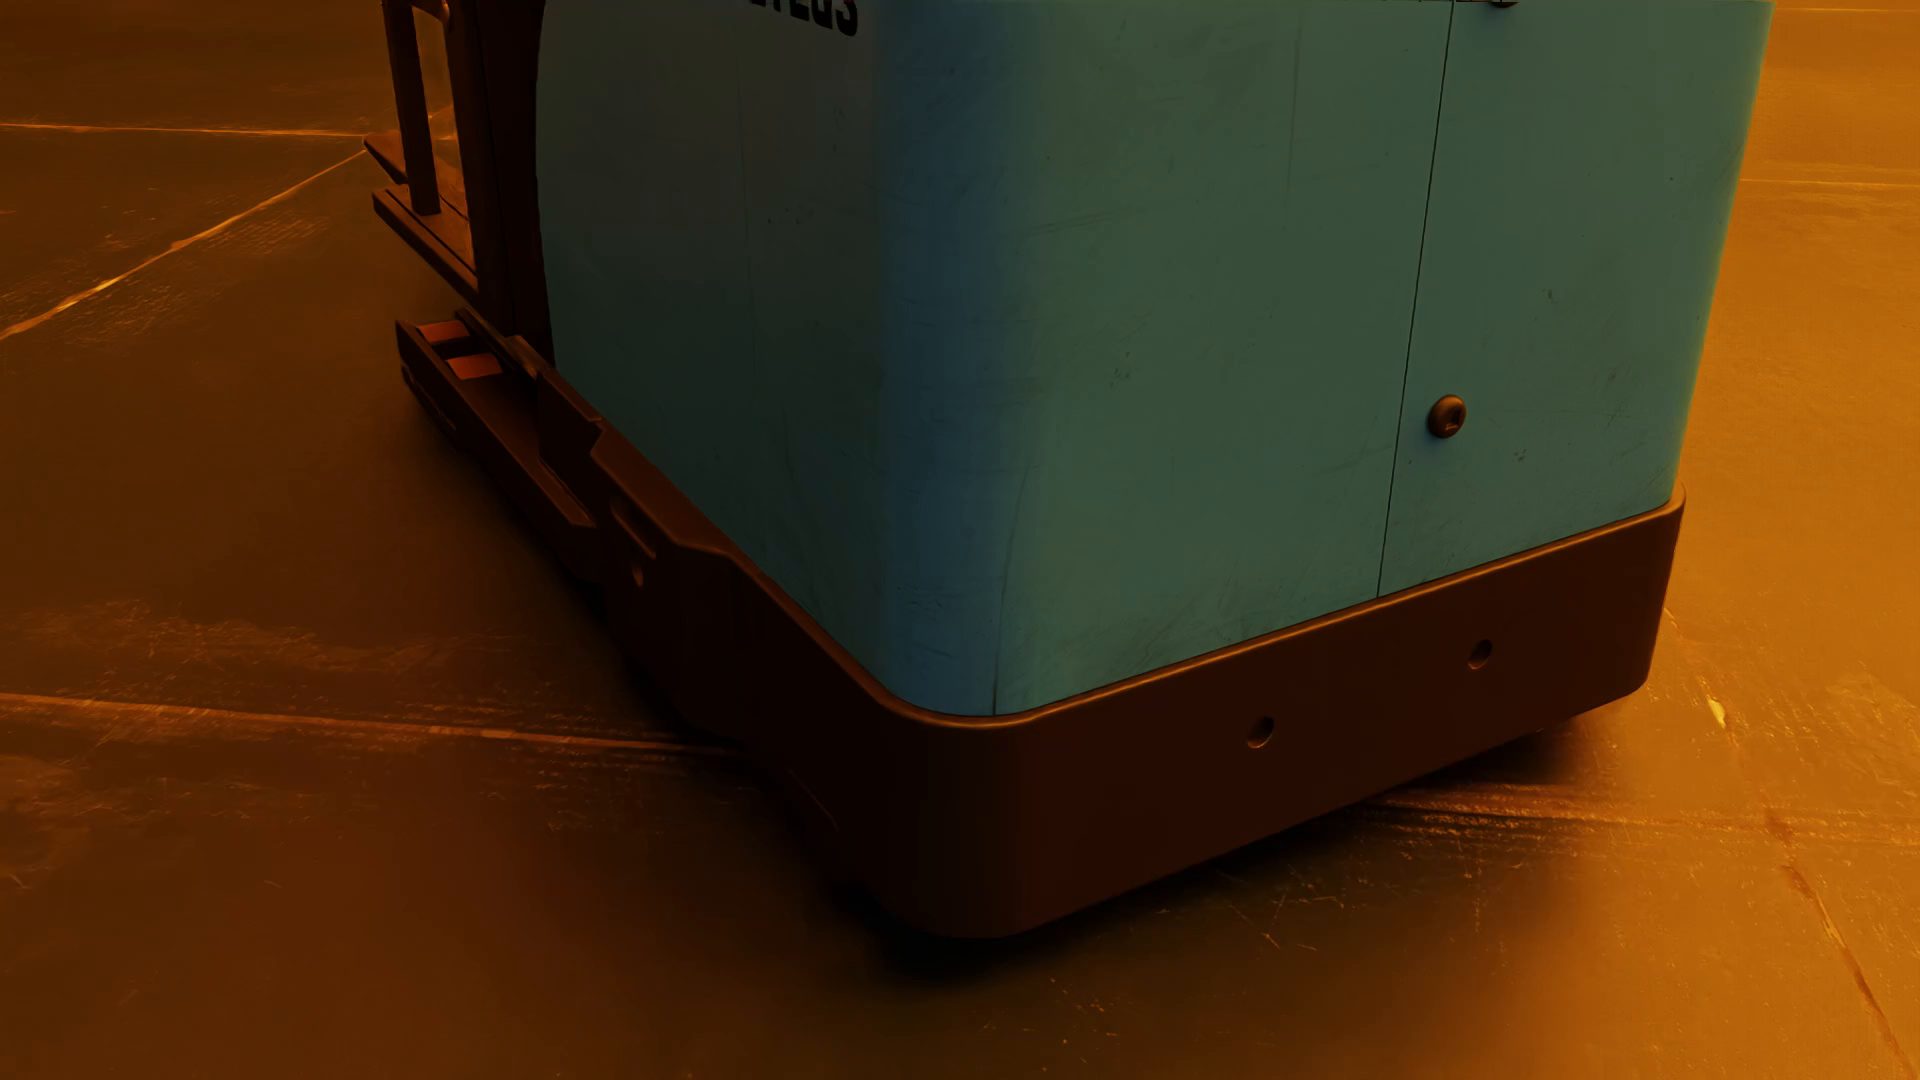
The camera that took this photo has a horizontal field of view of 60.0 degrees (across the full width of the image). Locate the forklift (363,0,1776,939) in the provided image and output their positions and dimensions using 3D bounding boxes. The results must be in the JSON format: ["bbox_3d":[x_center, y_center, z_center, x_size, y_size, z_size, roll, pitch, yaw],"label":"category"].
[{"bbox_3d":[-0.337,-1.551,2.327,1.130,2.935,3.031,-15,30,-27],"label":"forklift"}]
